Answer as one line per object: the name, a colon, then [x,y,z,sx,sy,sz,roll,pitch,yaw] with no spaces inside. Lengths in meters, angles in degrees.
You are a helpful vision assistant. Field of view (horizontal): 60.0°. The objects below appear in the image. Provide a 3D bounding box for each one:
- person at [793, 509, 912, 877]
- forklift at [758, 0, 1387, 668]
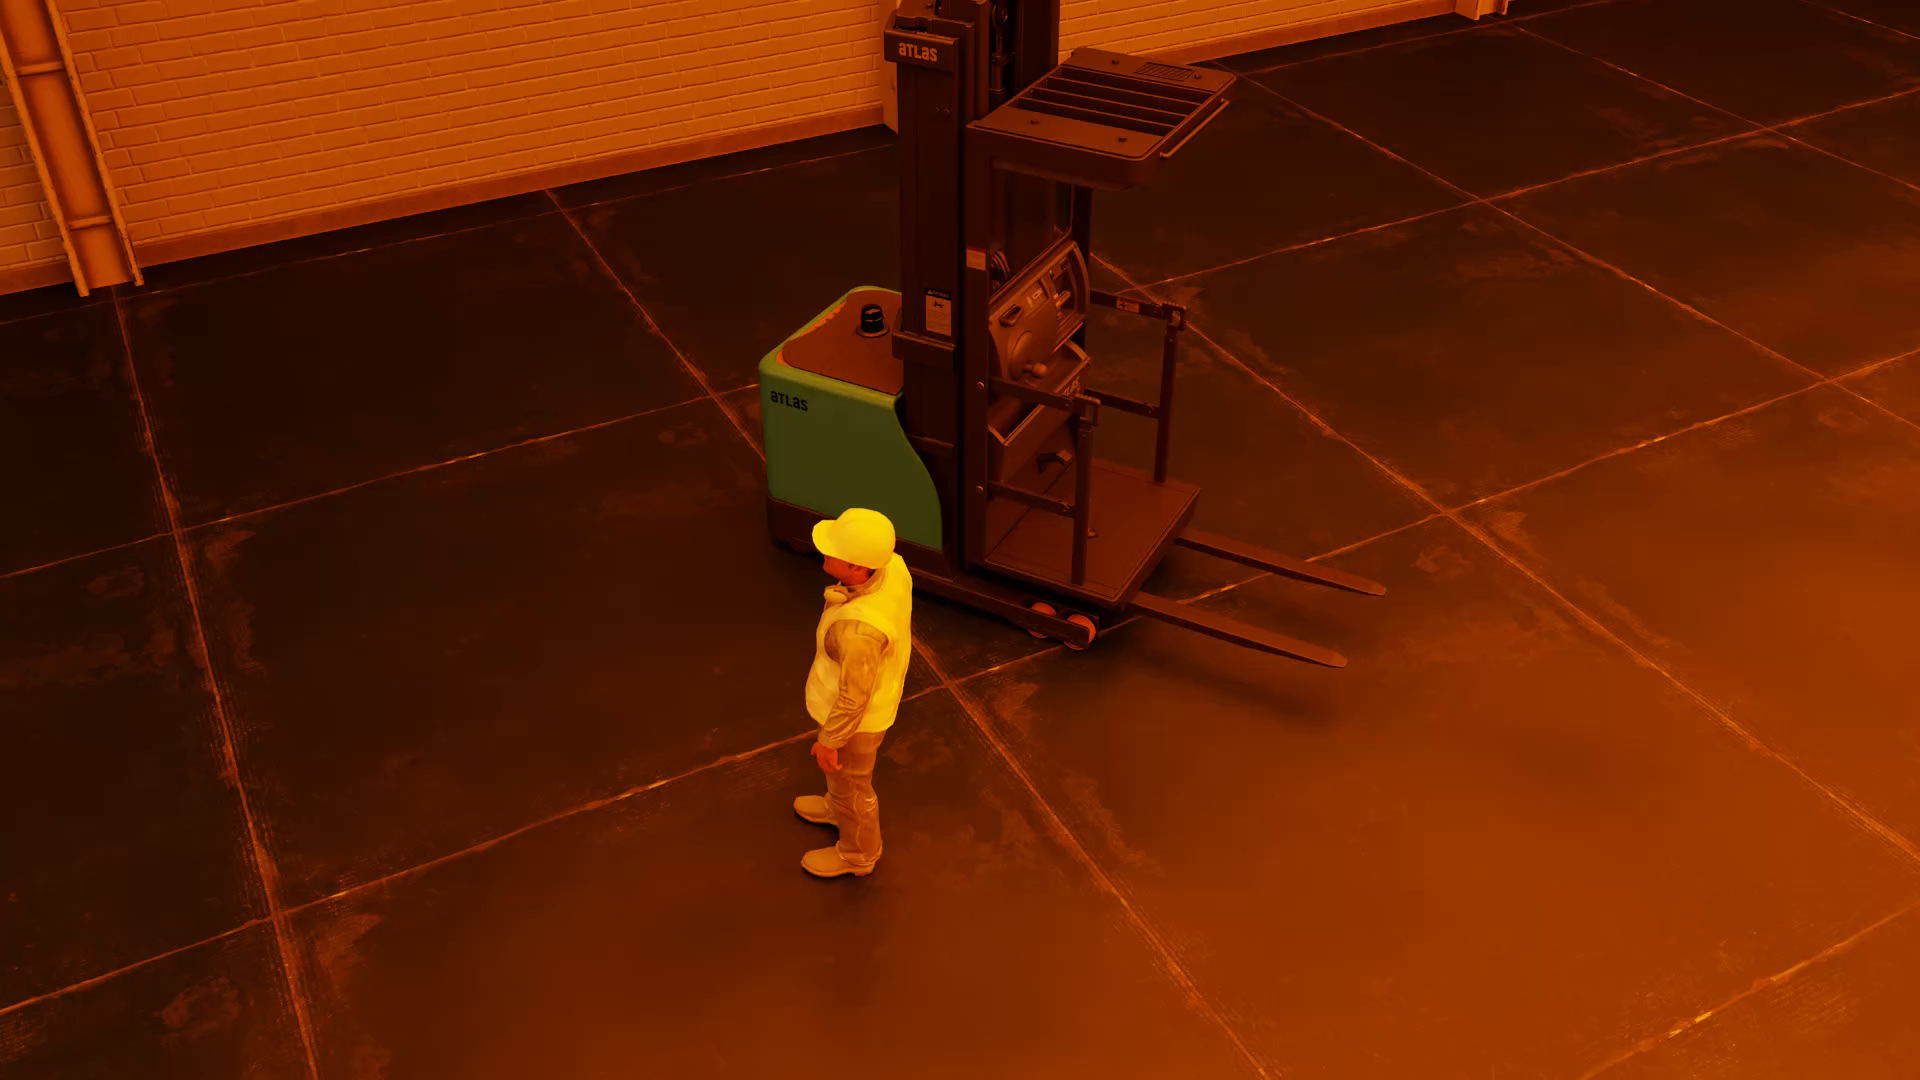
person: [-0.466,0.587,6.282,0.570,1.773,0.630,6,36,8]
forklift: [0.550,-1.026,7.574,3.031,2.935,1.130,17,39,23]
